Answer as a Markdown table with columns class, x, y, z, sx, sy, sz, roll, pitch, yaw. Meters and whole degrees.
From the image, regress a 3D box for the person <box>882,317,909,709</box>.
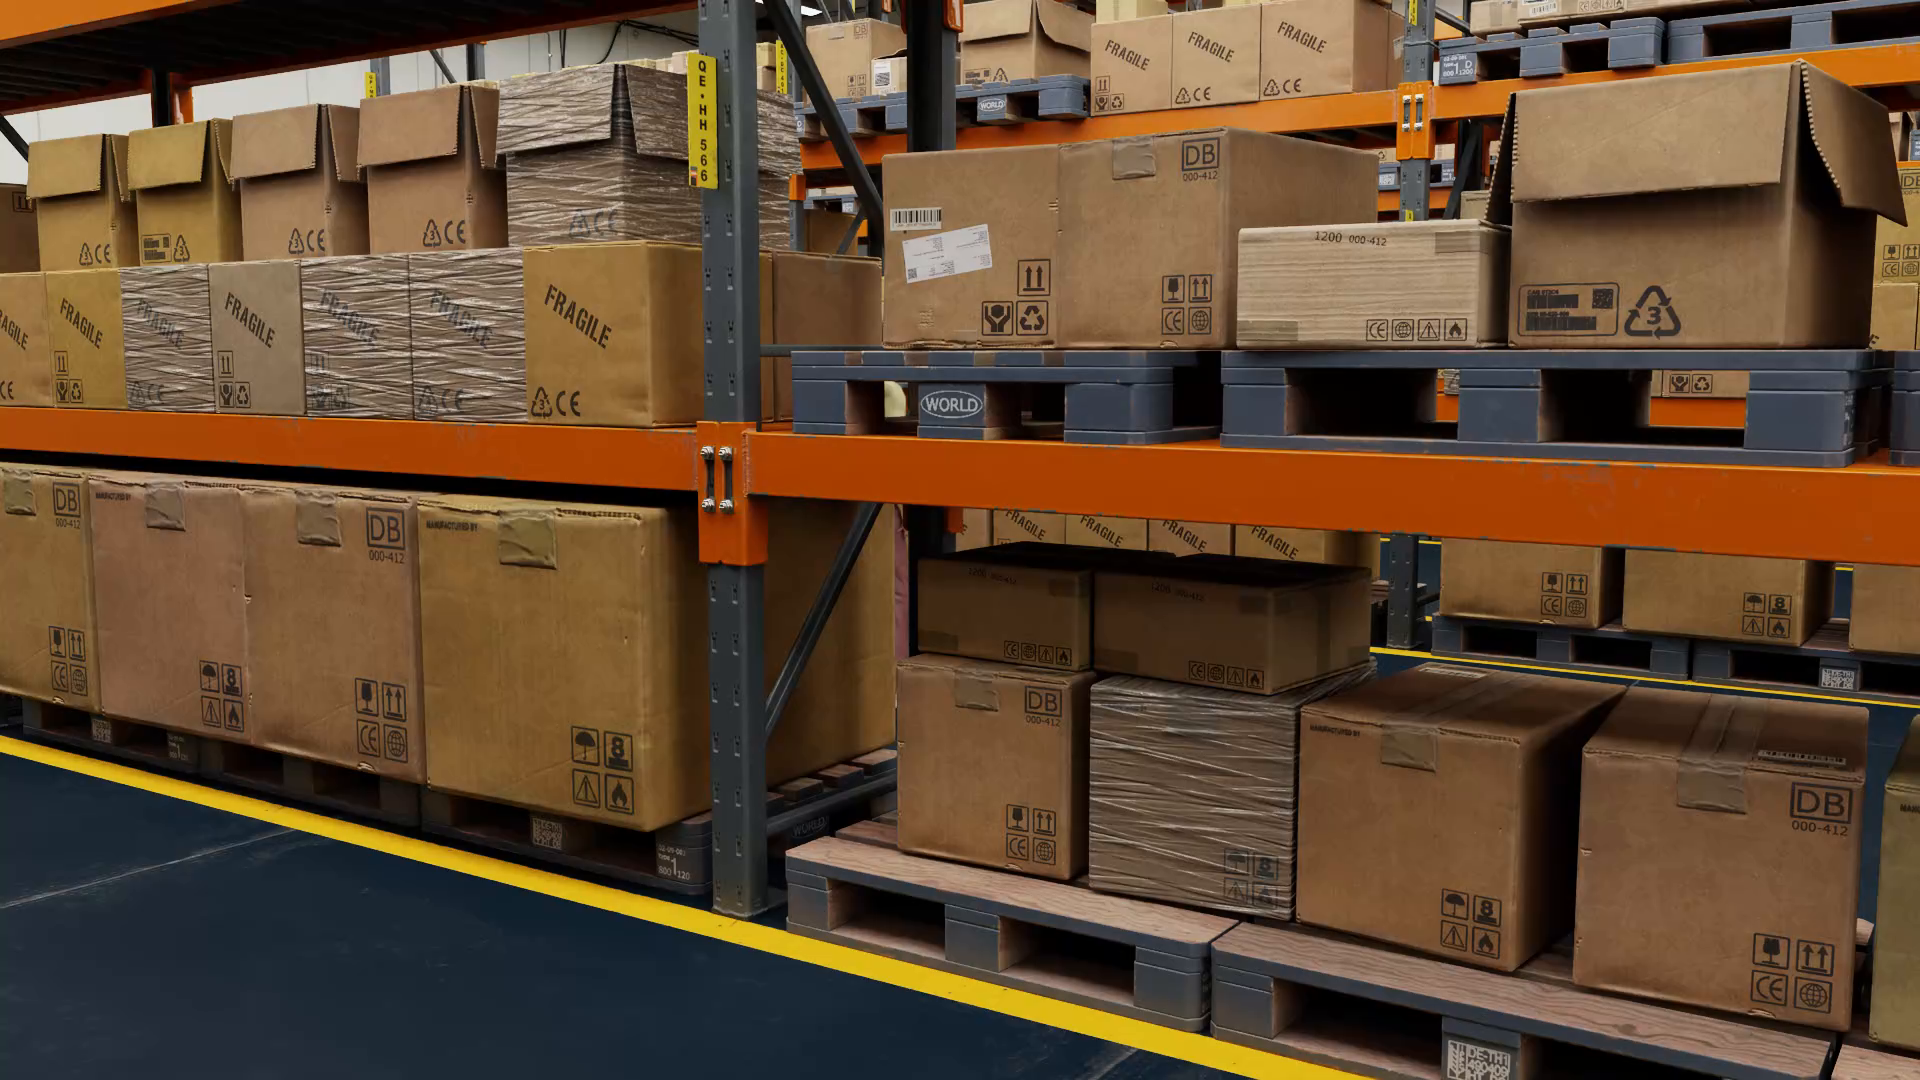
| class | x | y | z | sx | sy | sz | roll | pitch | yaw |
| --- | --- | --- | --- | --- | --- | --- | --- | --- | --- |
| person | -0.384 | -0.130 | 7.134 | 0.499 | 1.673 | 0.406 | 4 | 8 | 34 |
